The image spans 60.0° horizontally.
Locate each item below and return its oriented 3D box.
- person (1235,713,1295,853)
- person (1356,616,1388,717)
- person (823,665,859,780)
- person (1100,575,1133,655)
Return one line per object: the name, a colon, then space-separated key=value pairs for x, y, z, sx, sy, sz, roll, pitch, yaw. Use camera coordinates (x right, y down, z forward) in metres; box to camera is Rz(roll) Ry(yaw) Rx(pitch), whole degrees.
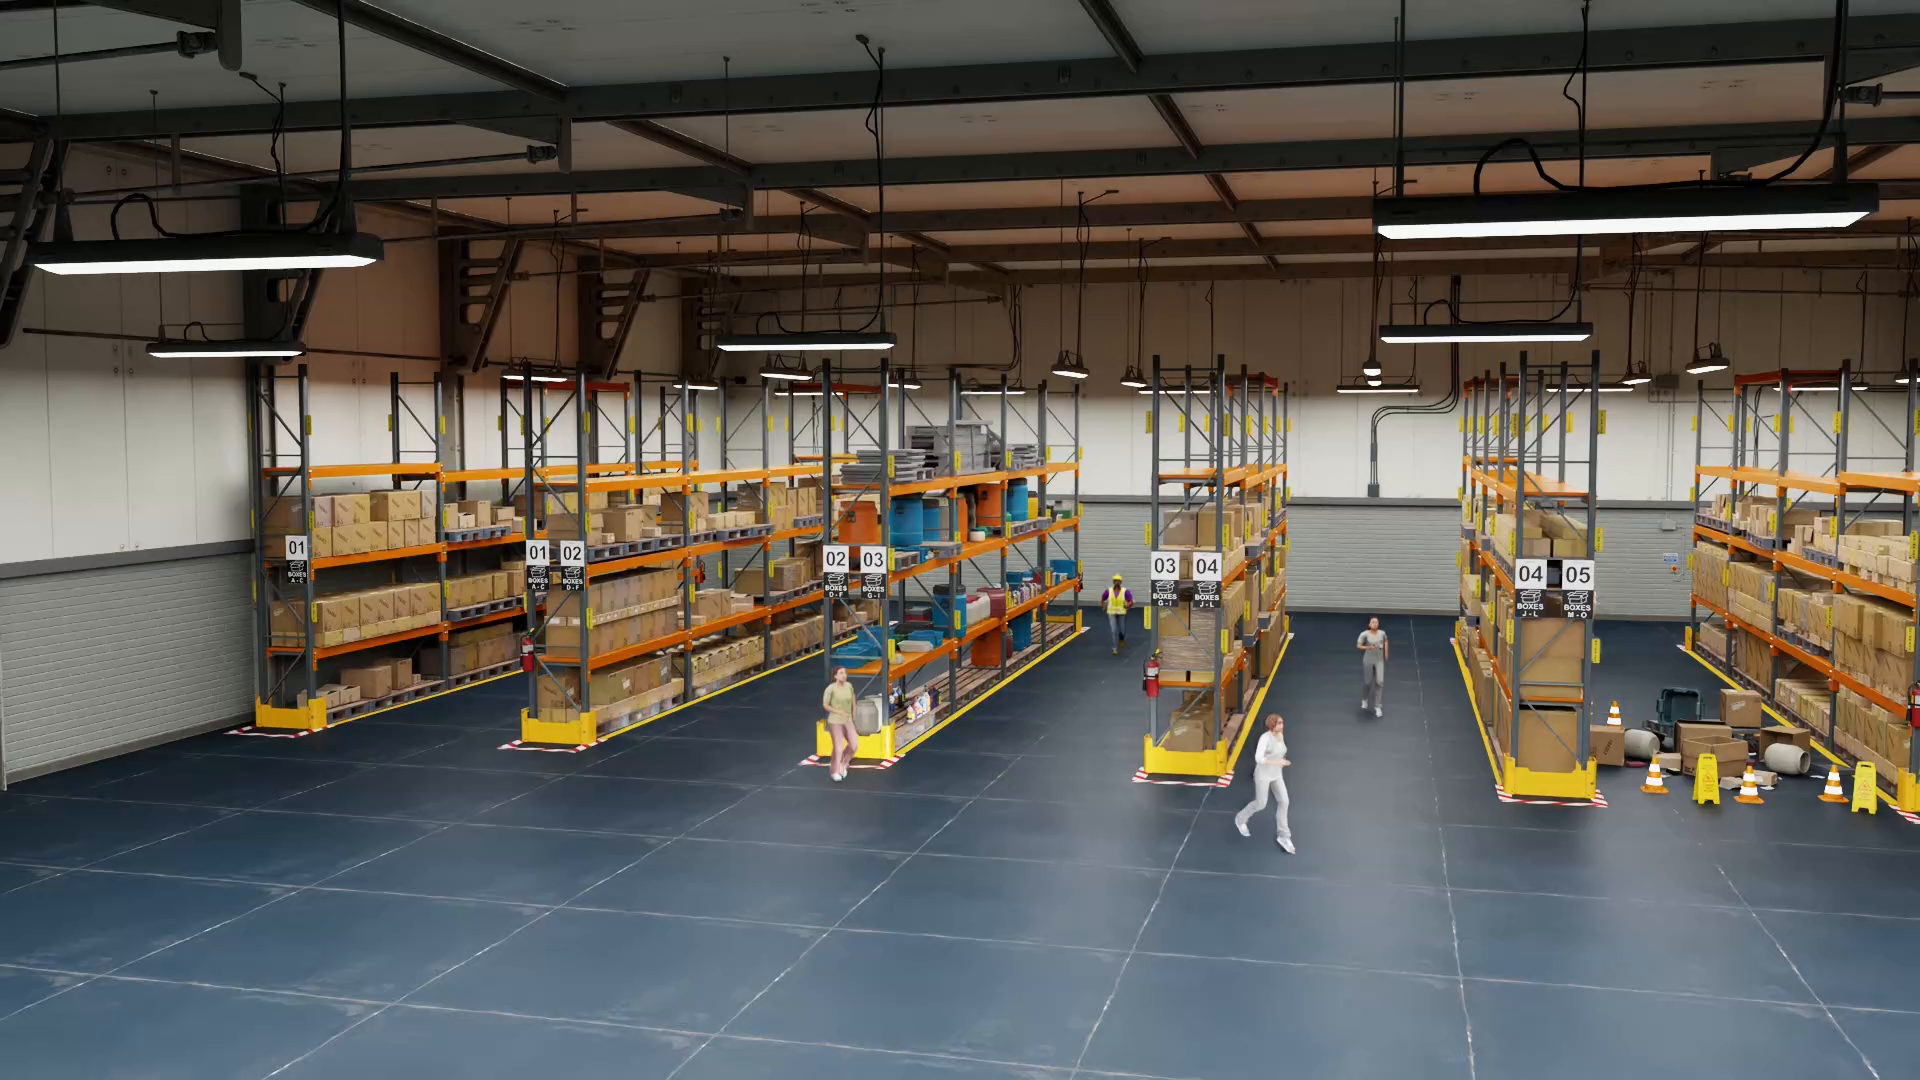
person: x=3.638 y=2.844 z=19.765 sx=0.562 sy=1.616 sz=0.892 roll=-4 pitch=5 yaw=-42
person: x=7.162 y=2.155 z=28.873 sx=0.601 sy=1.695 sz=0.891 roll=0 pitch=4 yaw=-1
person: x=-1.645 y=2.566 z=23.362 sx=0.600 sy=1.633 sz=0.573 roll=-3 pitch=5 yaw=-34
person: x=3.432 y=1.628 z=36.421 sx=0.723 sy=1.735 sz=0.769 roll=0 pitch=4 yaw=7
